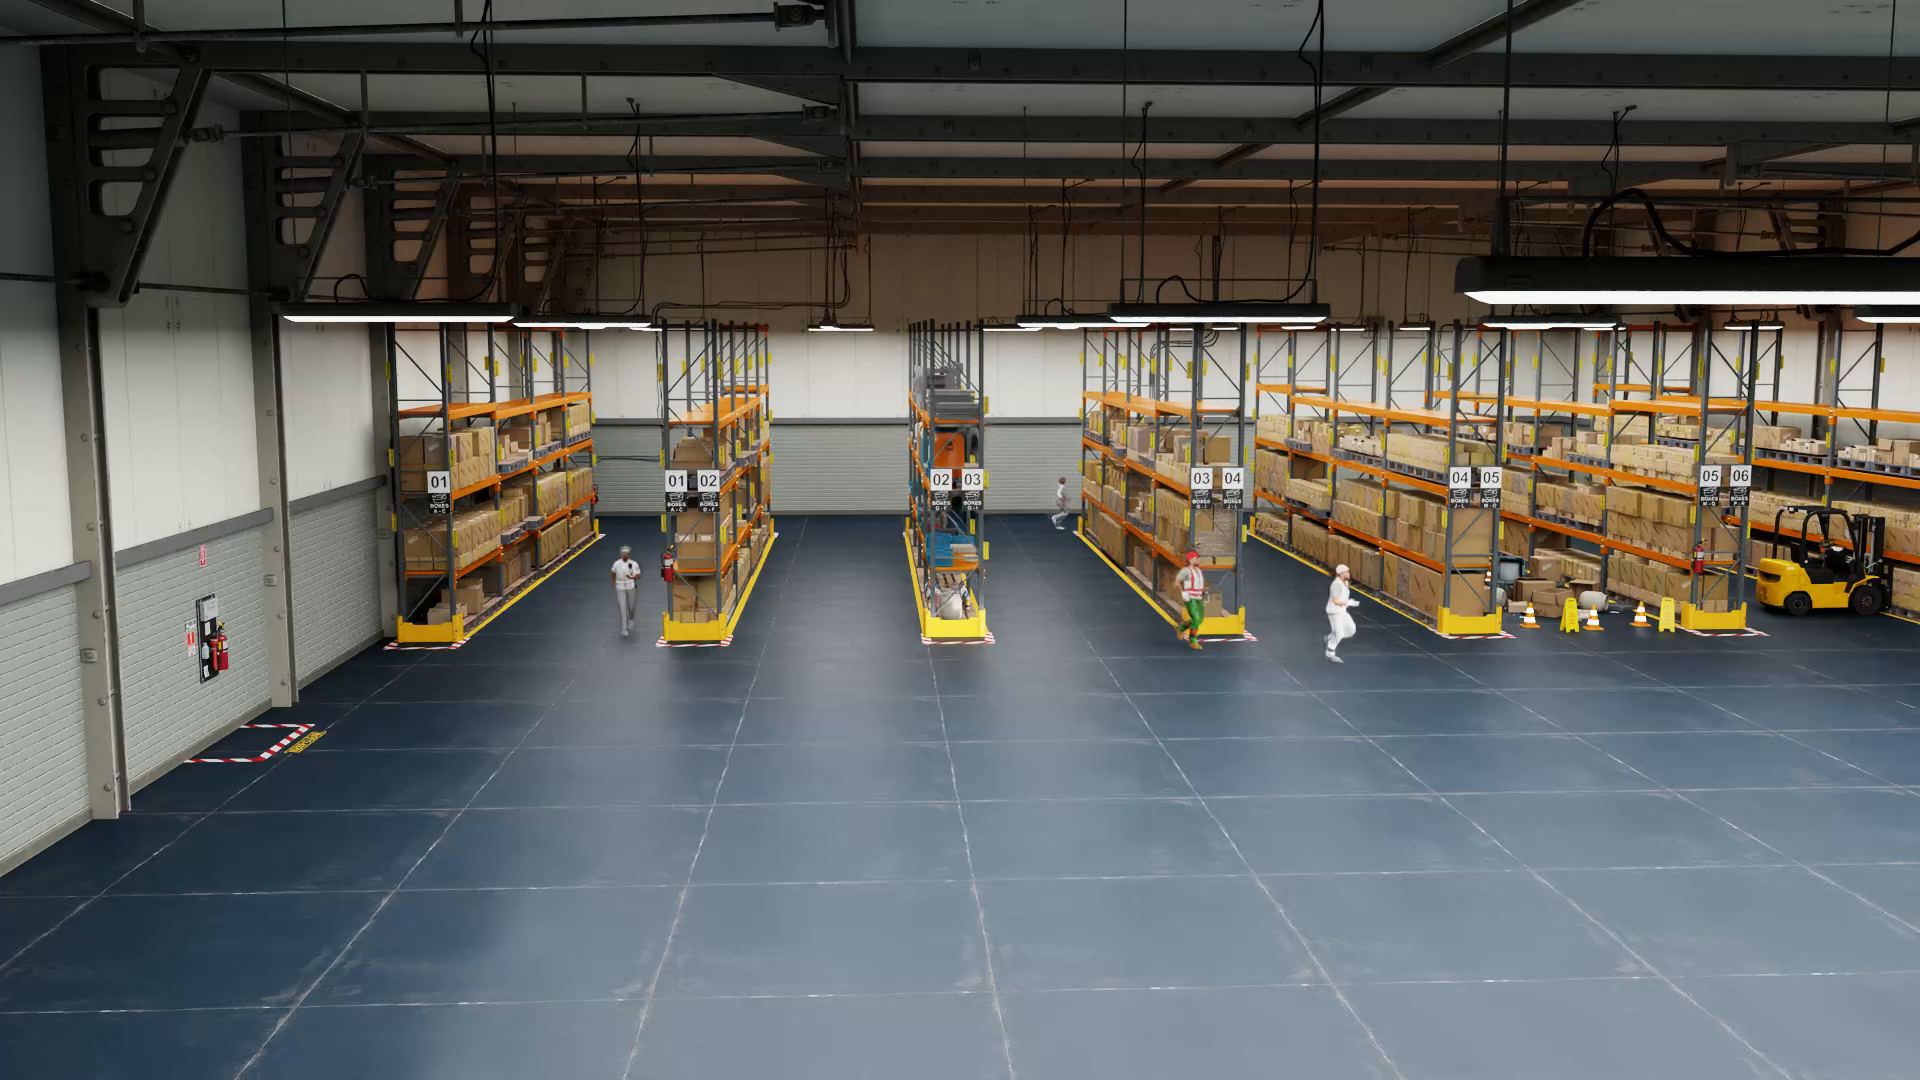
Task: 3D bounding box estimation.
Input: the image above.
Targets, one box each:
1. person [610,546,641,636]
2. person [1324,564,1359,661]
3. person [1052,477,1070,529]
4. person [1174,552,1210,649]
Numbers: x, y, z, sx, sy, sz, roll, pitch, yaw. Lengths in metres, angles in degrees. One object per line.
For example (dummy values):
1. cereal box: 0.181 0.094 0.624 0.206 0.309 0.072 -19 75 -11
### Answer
1. person: -6.384 0.936 31.752 0.584 1.659 0.977 -1 7 -10
2. person: 6.694 1.277 29.106 0.645 1.729 0.709 4 8 31
3. person: 2.985 -1.089 49.029 0.576 1.554 0.525 0 7 -2
4. person: 4.272 1.096 30.584 0.697 1.755 0.664 -7 10 -43
